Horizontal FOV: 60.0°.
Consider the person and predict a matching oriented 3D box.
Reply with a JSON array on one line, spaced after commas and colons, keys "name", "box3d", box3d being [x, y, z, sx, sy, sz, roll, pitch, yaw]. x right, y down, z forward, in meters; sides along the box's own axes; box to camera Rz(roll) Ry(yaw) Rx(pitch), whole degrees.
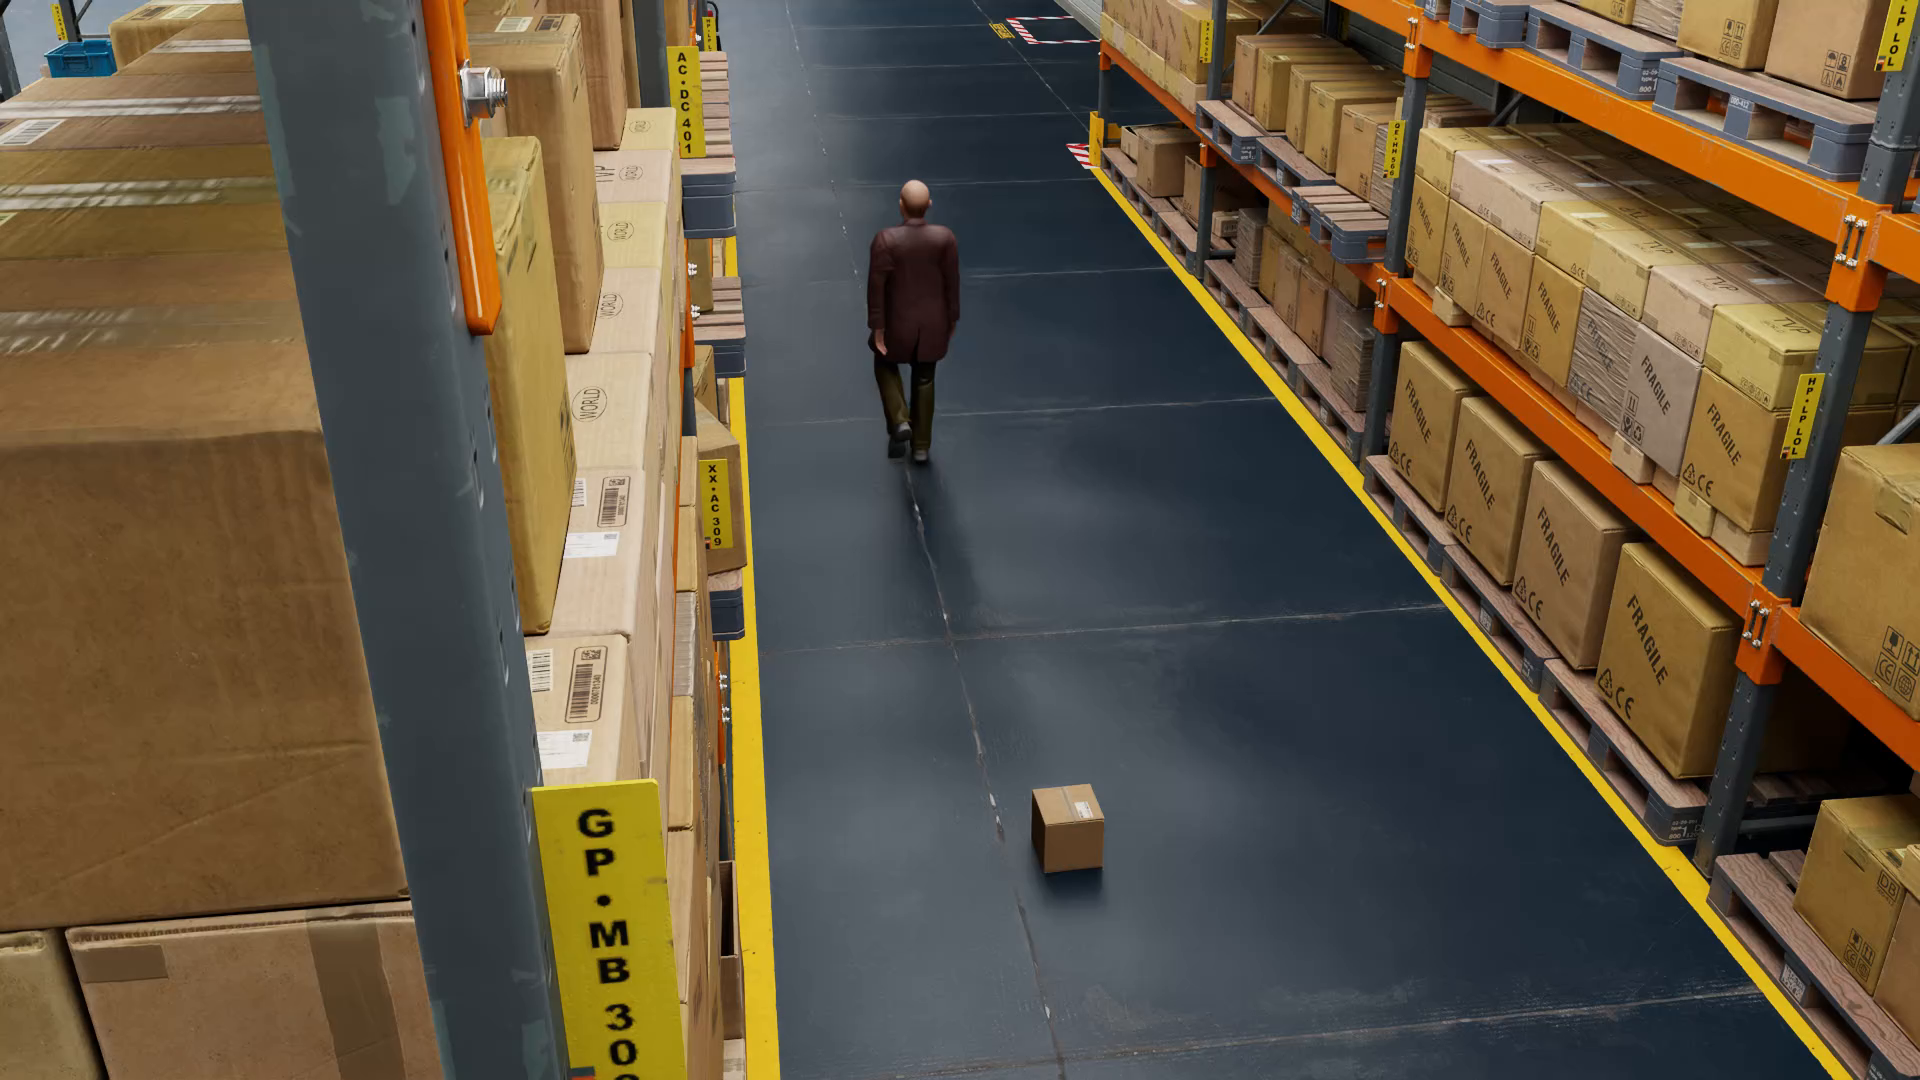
[{"name": "person", "box3d": [-0.300, -1.364, 10.332, 0.594, 1.825, 0.527, -5, 27, -10]}]
